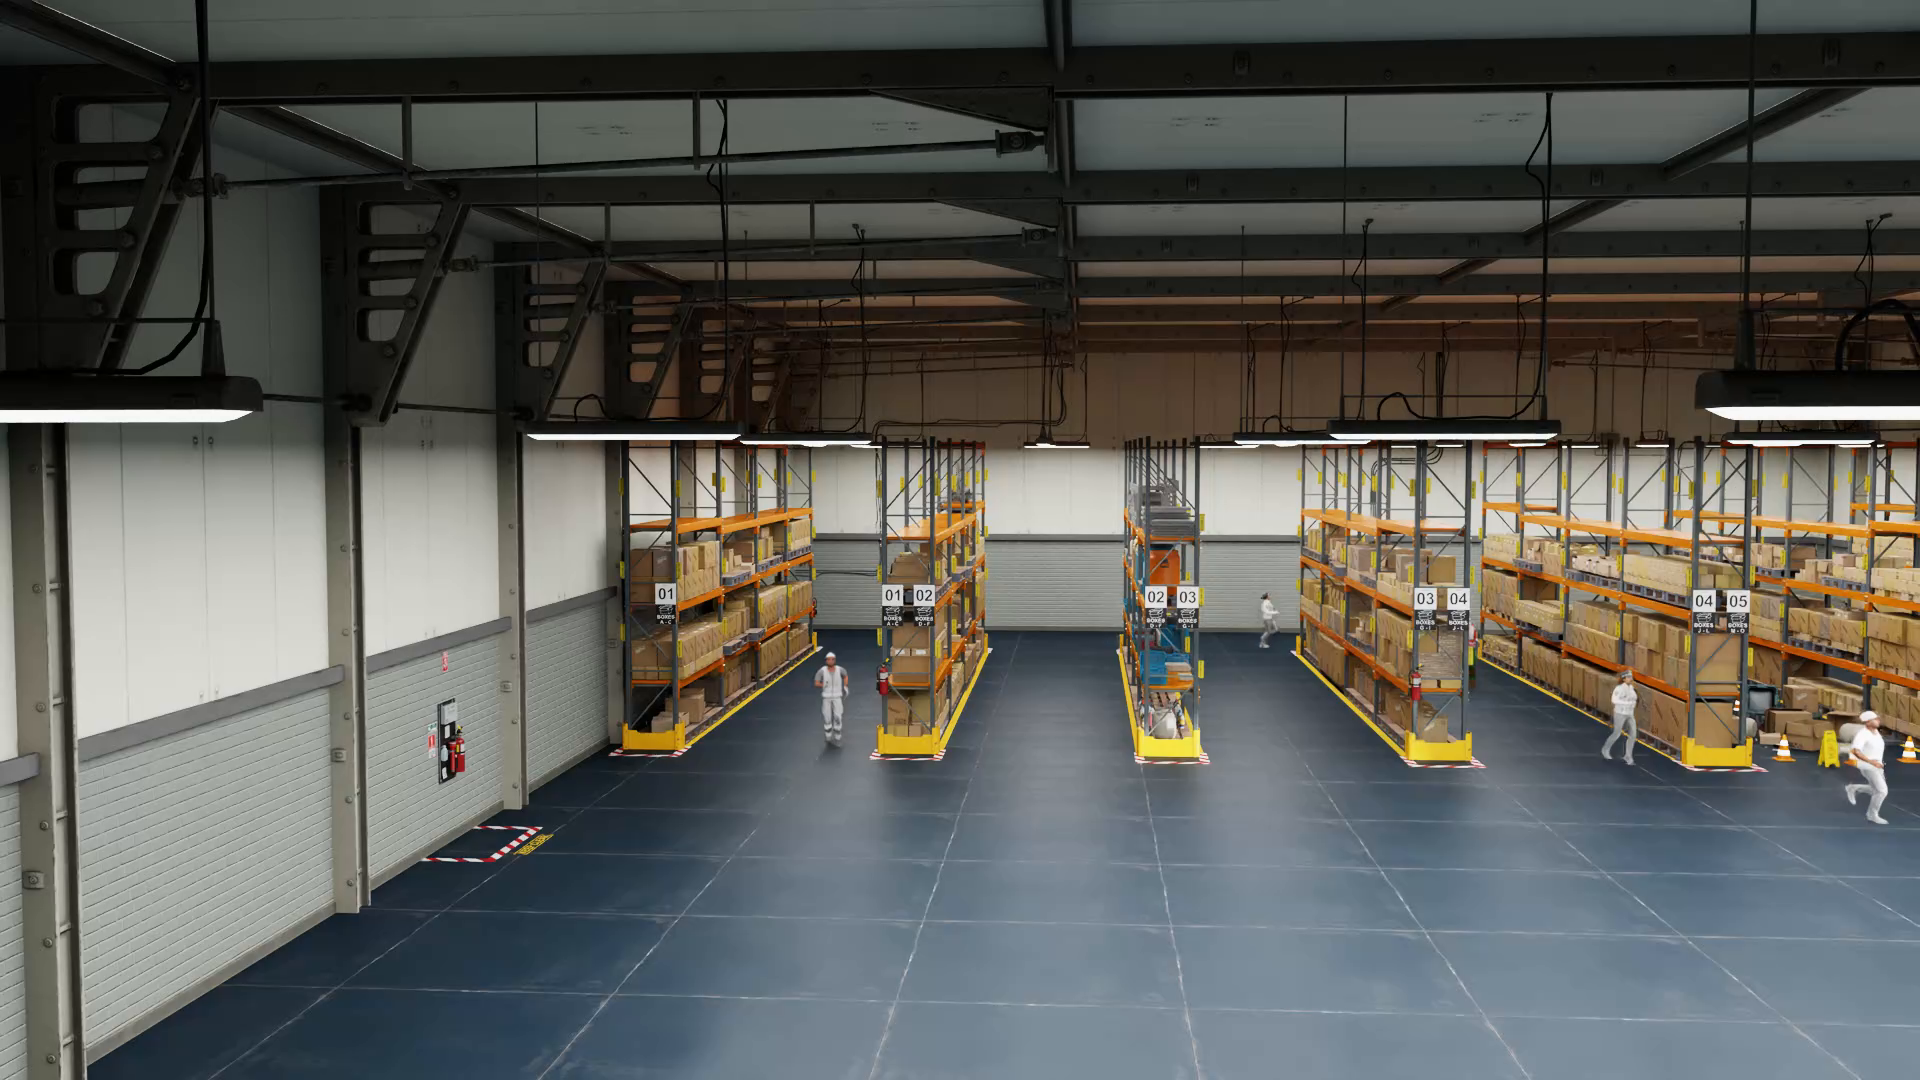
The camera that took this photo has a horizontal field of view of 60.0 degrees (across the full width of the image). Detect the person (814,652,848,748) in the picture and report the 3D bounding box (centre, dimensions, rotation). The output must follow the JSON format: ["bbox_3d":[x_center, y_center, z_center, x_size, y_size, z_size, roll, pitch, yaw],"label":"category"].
[{"bbox_3d":[-2.495,3.103,32.249,0.665,1.858,0.726,0,3,-8],"label":"person"}]

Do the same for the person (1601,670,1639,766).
[{"bbox_3d":[12.170,3.249,30.584,0.598,1.762,0.726,-1,3,-25],"label":"person"}]

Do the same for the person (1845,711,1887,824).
[{"bbox_3d":[14.045,3.496,25.761,0.720,1.706,0.661,-3,4,-45],"label":"person"}]

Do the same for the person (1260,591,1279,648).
[{"bbox_3d":[9.002,2.302,48.302,0.576,1.661,0.599,1,3,17],"label":"person"}]

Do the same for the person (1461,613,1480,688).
[{"bbox_3d":[12.317,2.641,40.393,0.661,1.813,0.929,0,3,1],"label":"person"}]
